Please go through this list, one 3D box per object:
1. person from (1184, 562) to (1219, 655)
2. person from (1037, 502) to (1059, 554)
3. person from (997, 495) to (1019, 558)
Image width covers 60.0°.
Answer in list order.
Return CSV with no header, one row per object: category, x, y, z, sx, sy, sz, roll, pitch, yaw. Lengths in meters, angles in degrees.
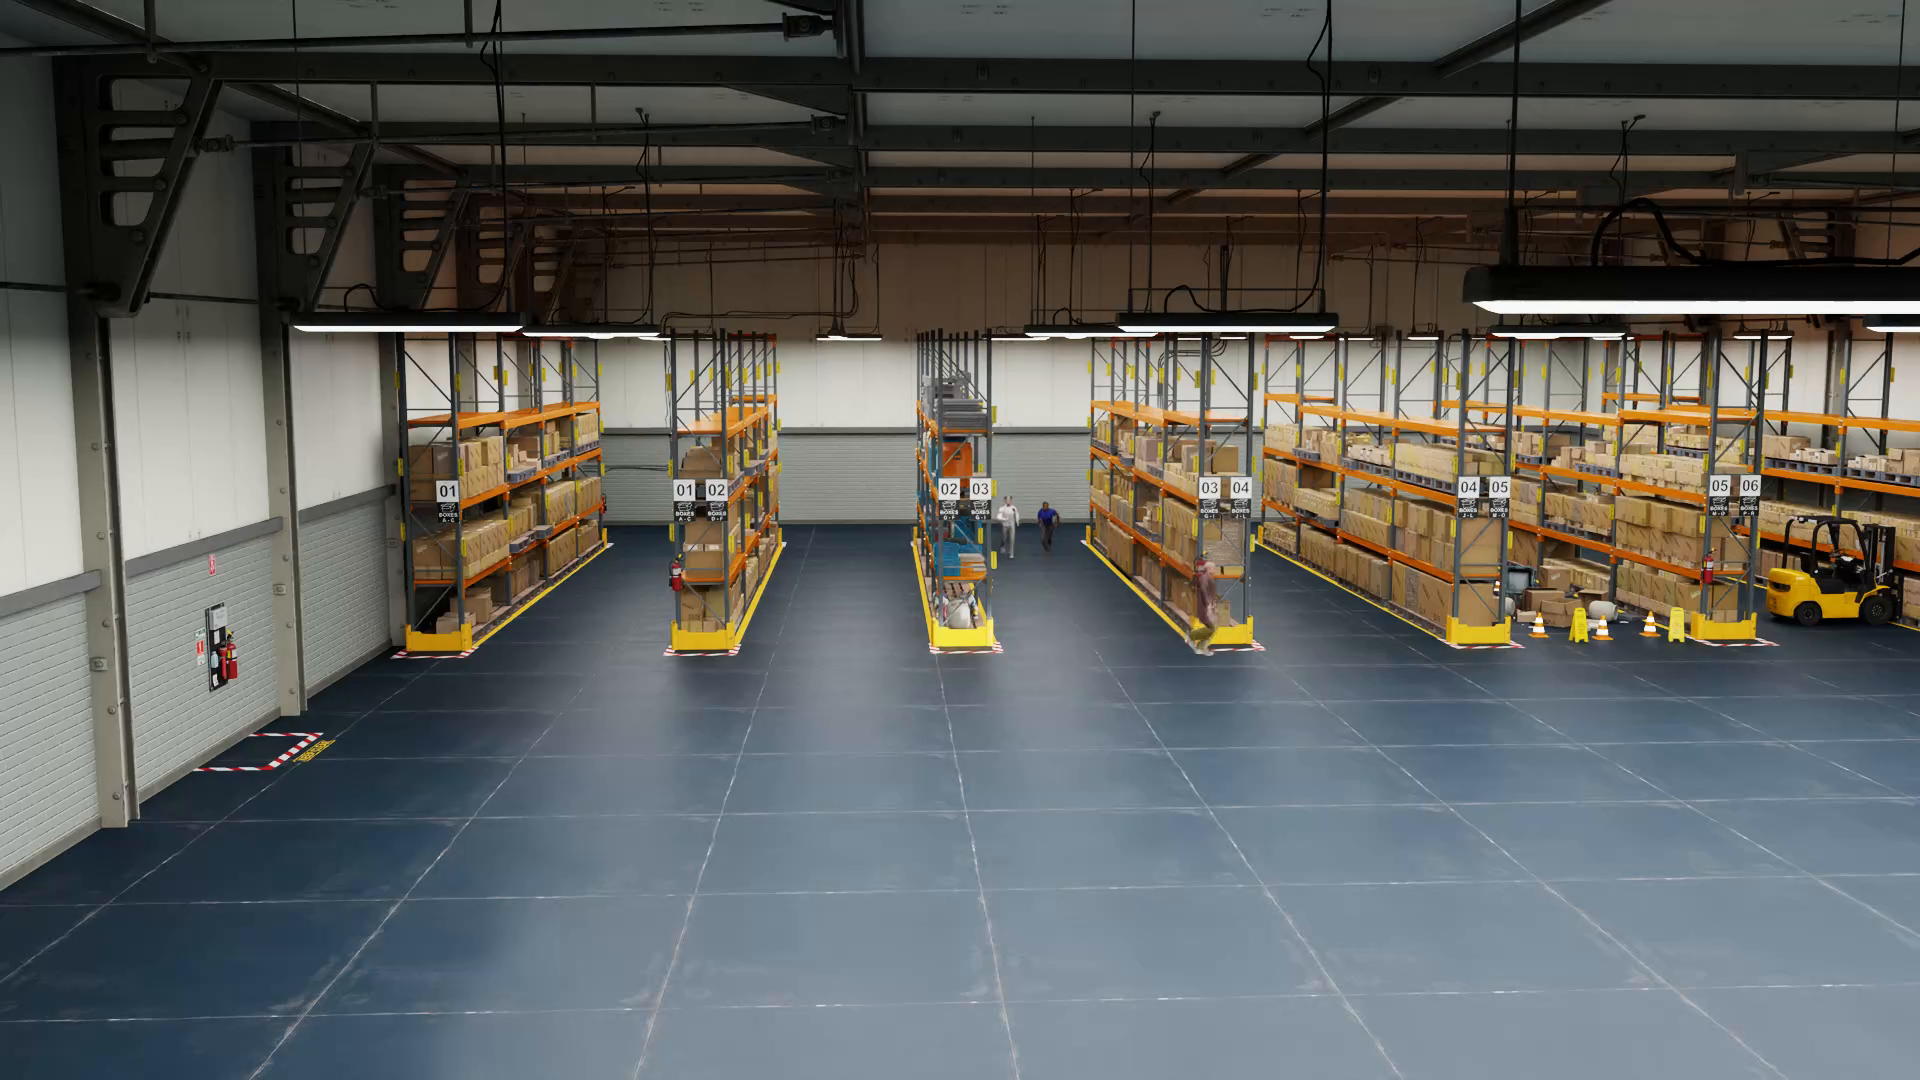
person,4.459,1.271,30.641,0.630,1.745,0.775,1,7,11
person,2.403,-0.331,45.208,0.579,1.484,0.816,2,7,14
person,1.305,-0.373,44.624,0.627,1.665,0.870,-1,7,-10
